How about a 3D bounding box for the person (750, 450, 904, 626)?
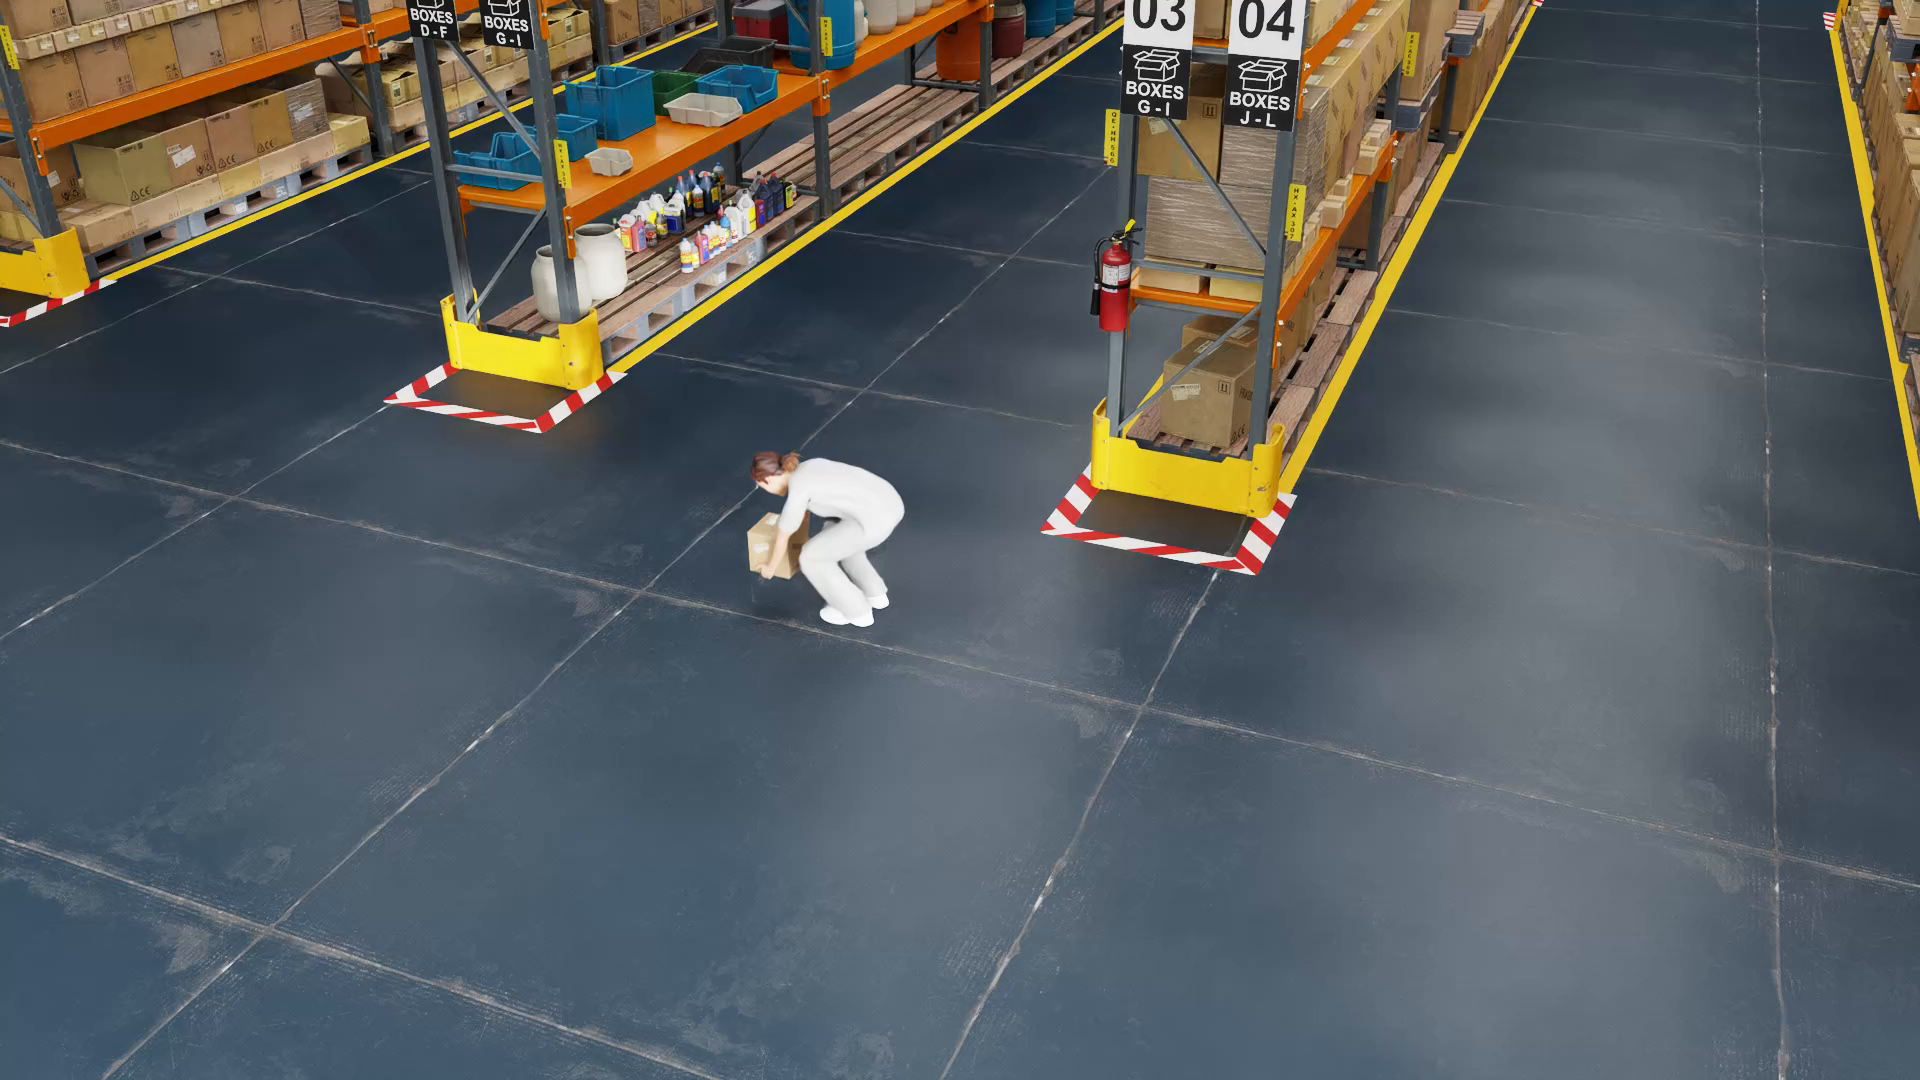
[{"bbox_3d":[-0.733,-0.032,9.191,0.857,0.941,0.476,10,31,17],"label":"person"}]
